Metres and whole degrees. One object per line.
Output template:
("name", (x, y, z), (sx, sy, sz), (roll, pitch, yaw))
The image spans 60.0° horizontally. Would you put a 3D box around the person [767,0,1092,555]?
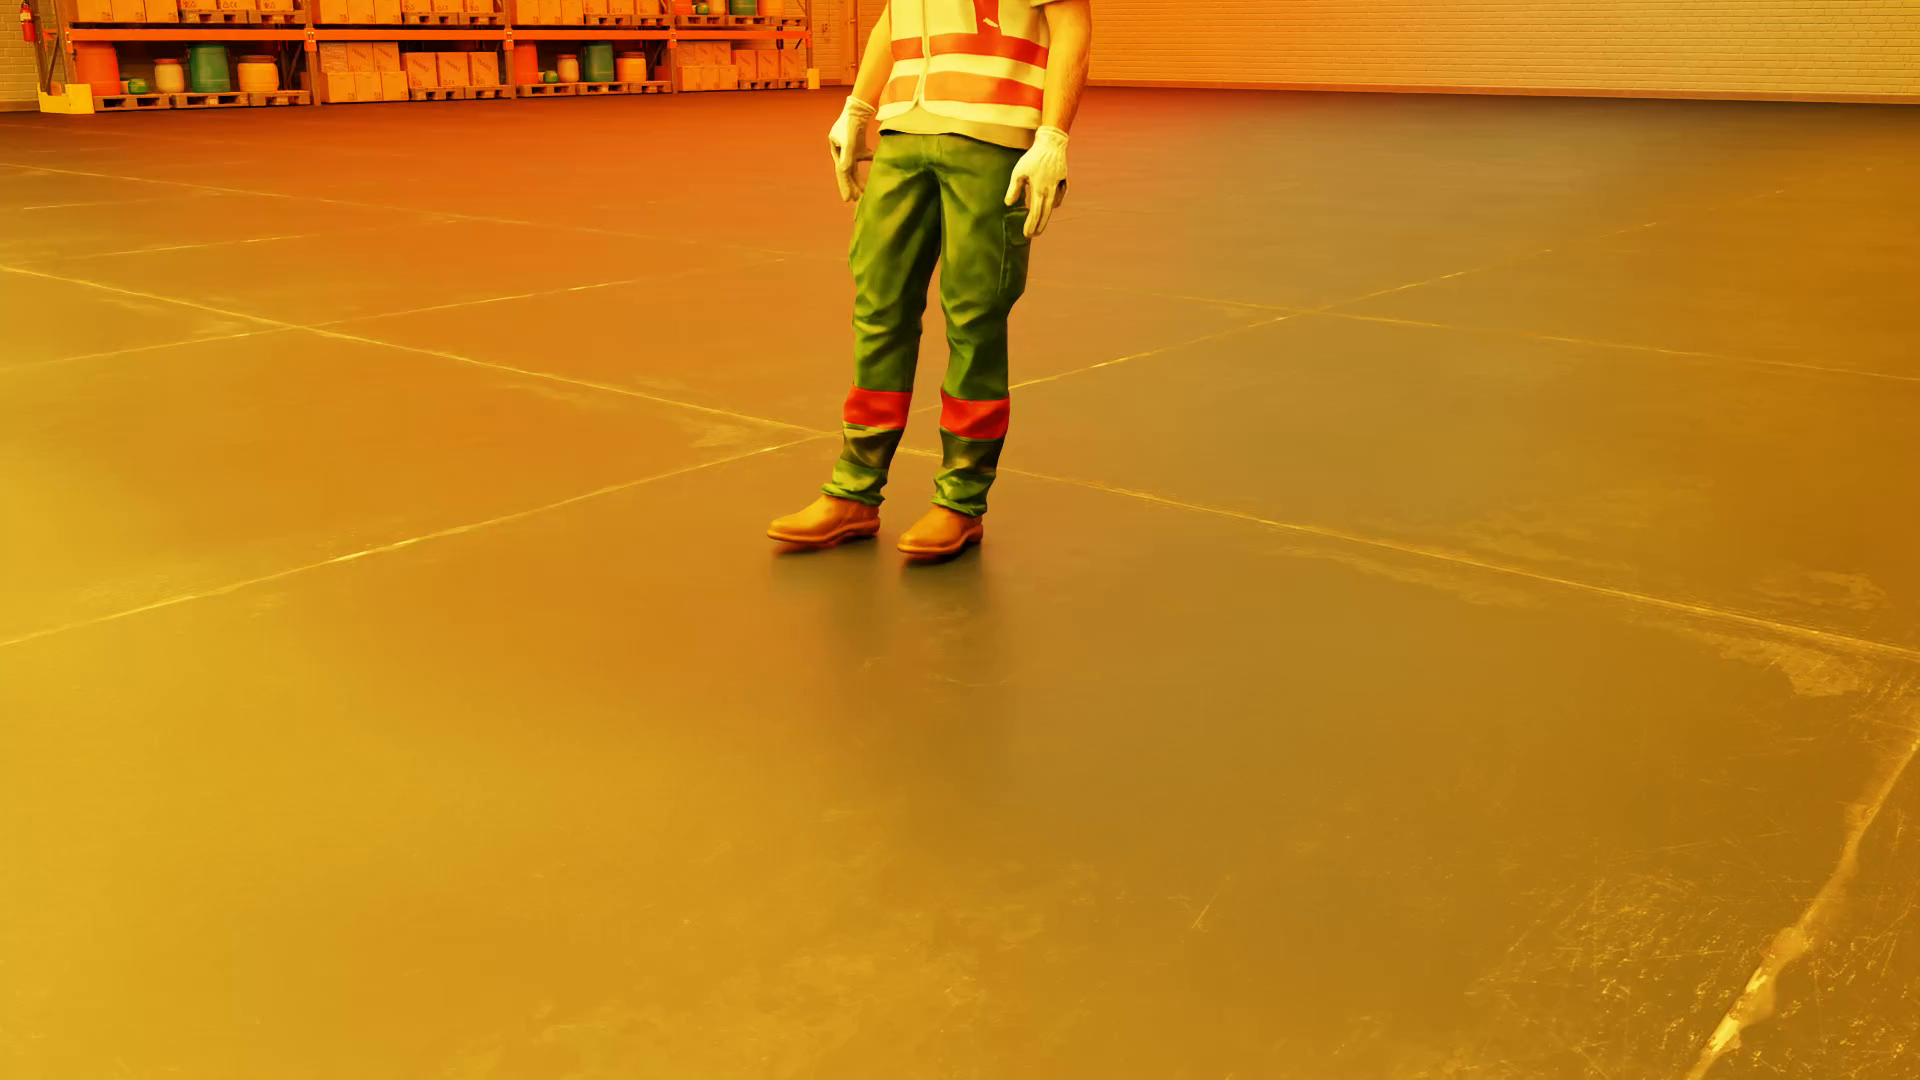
("person", (-0.061, -0.847, 3.628), (0.637, 1.790, 0.562), (13, 21, 37))
